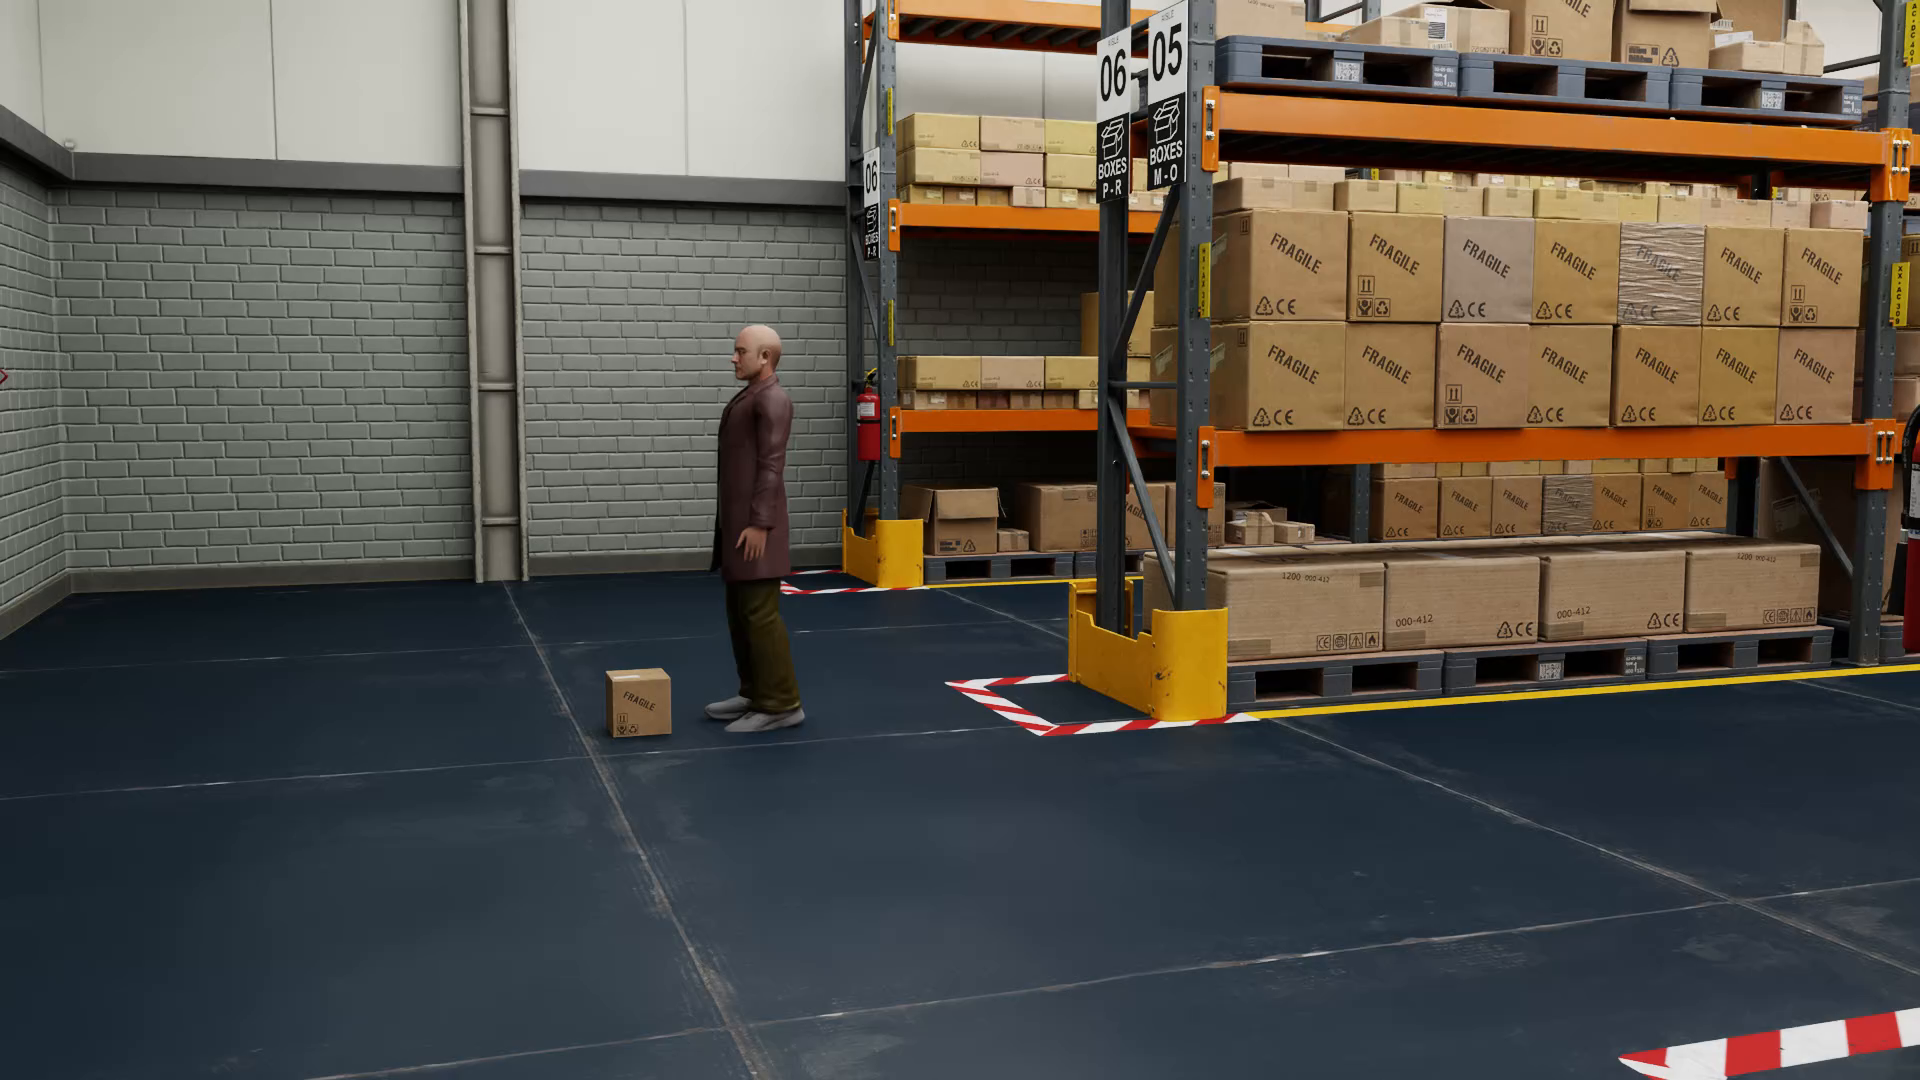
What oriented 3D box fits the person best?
[{"bbox_3d":[-0.917,-0.044,7.383,0.413,1.809,0.560,-2,6,-17],"label":"person"}]
